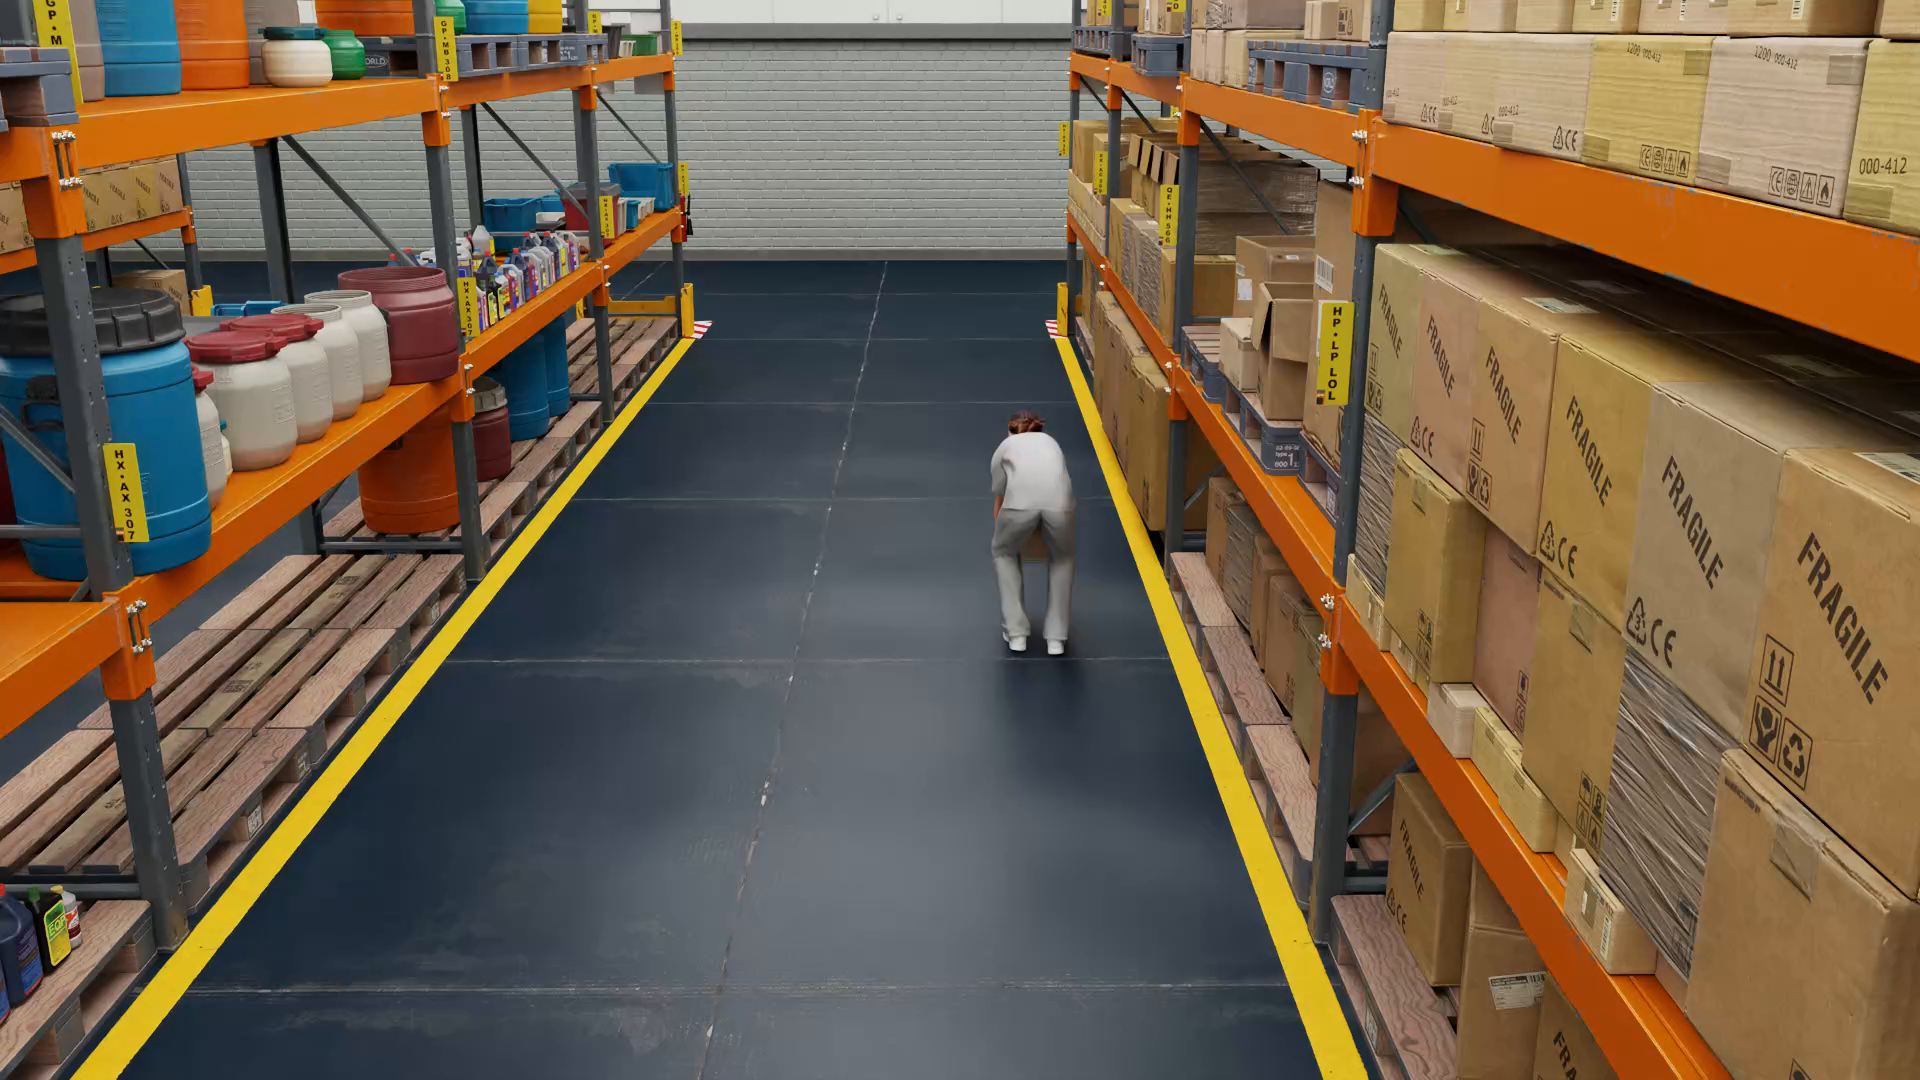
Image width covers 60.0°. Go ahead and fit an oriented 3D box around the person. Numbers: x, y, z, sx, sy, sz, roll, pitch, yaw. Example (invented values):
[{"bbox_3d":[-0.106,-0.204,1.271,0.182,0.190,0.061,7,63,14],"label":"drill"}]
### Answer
[{"bbox_3d":[0.378,-0.046,8.606,0.435,1.138,0.852,-1,17,-3],"label":"person"}]
